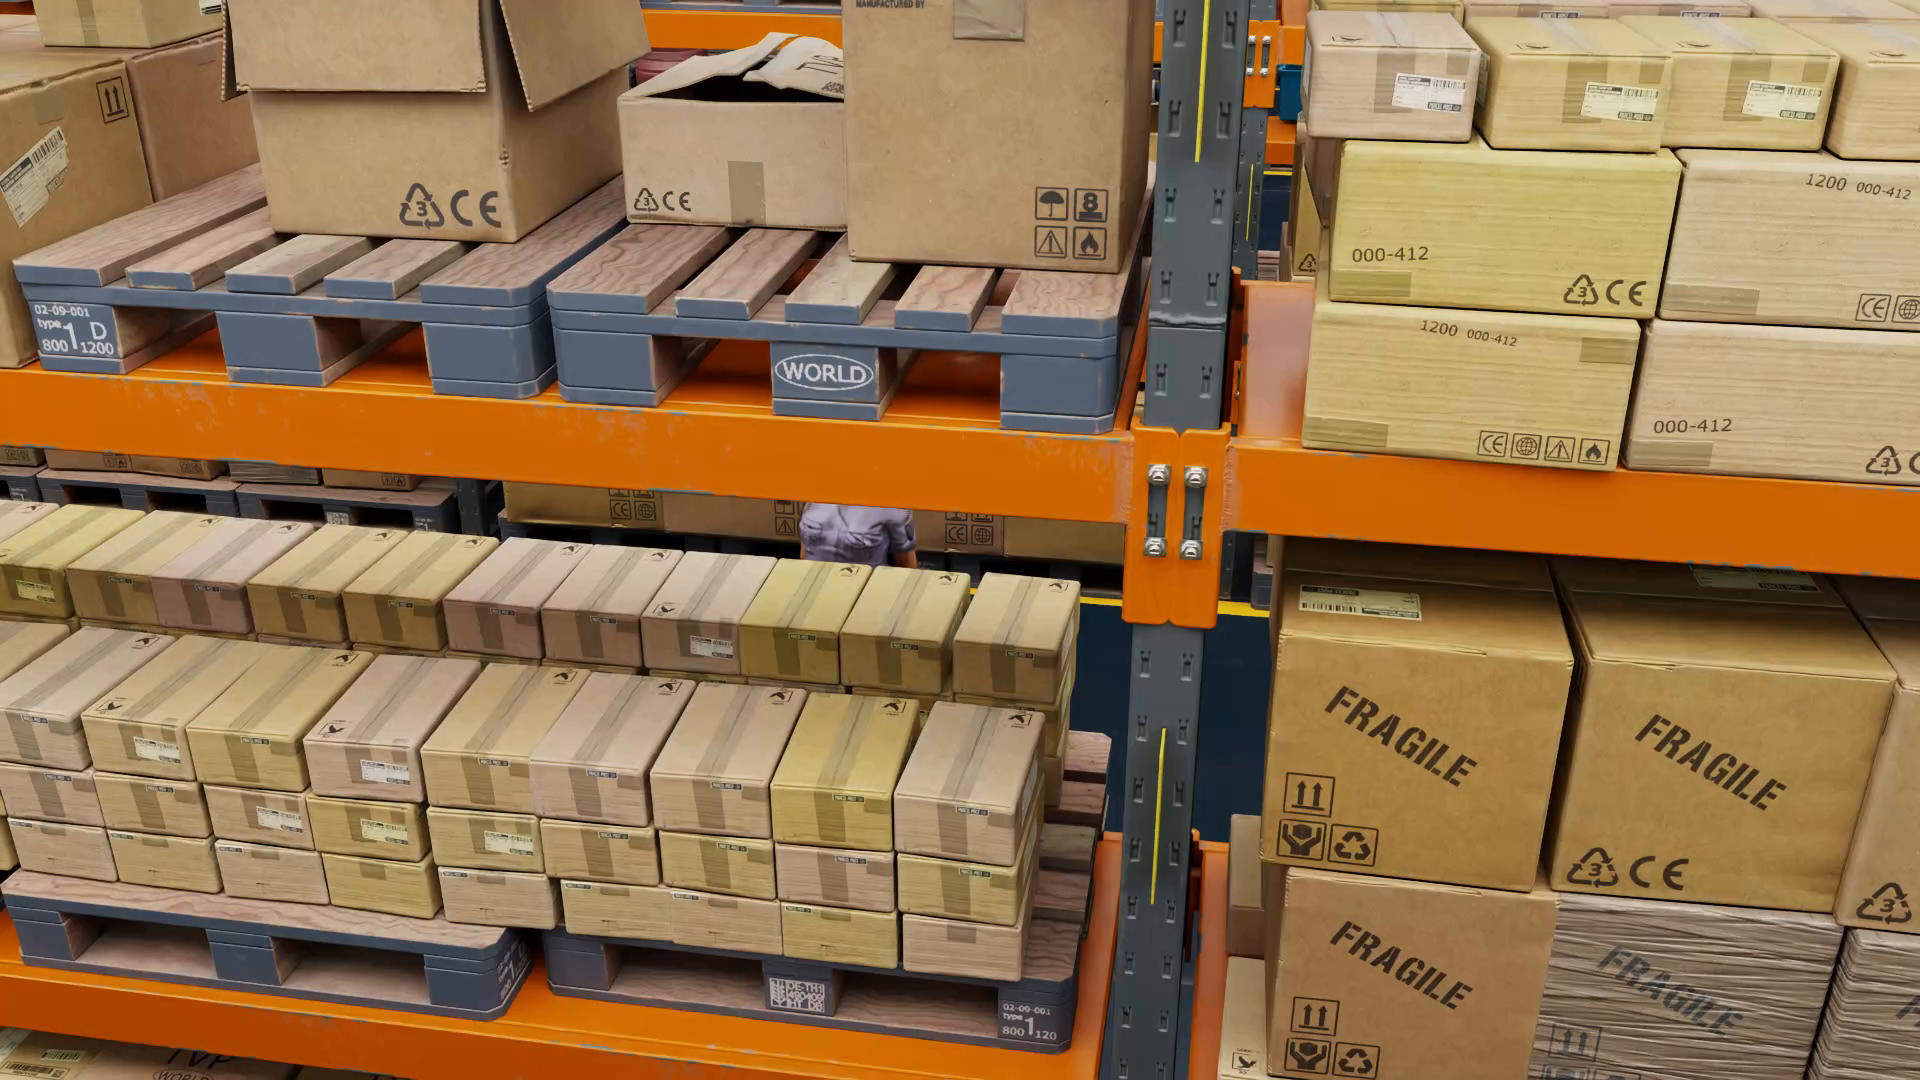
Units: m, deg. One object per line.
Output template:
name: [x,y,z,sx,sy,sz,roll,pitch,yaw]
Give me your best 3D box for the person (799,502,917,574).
person: [-0.403,0.259,6.563,0.475,1.620,0.934,15,29,29]
